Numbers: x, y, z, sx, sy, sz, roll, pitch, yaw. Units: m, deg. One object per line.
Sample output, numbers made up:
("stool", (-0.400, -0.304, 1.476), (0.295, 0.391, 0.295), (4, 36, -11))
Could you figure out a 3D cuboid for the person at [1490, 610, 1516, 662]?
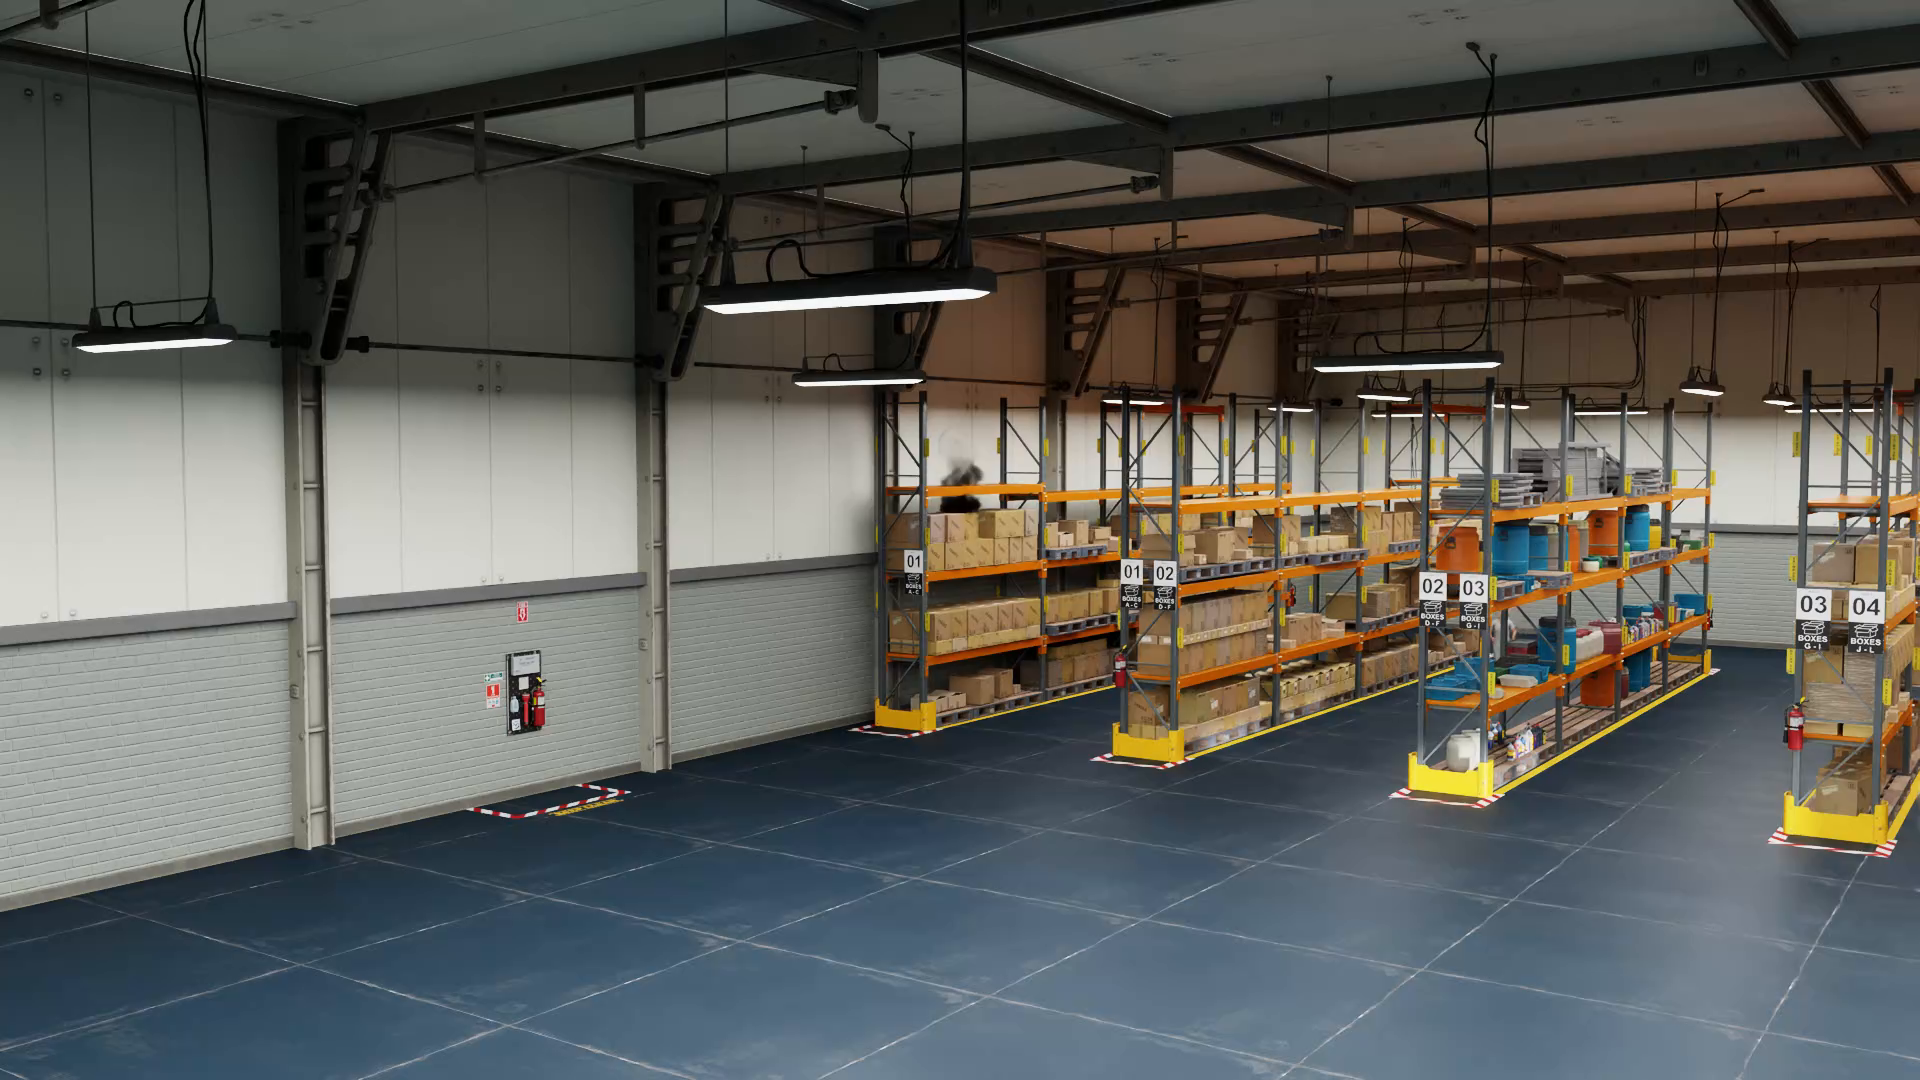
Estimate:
("person", (11.370, 2.237, 34.954), (0.568, 1.635, 0.601), (1, 3, 24))
